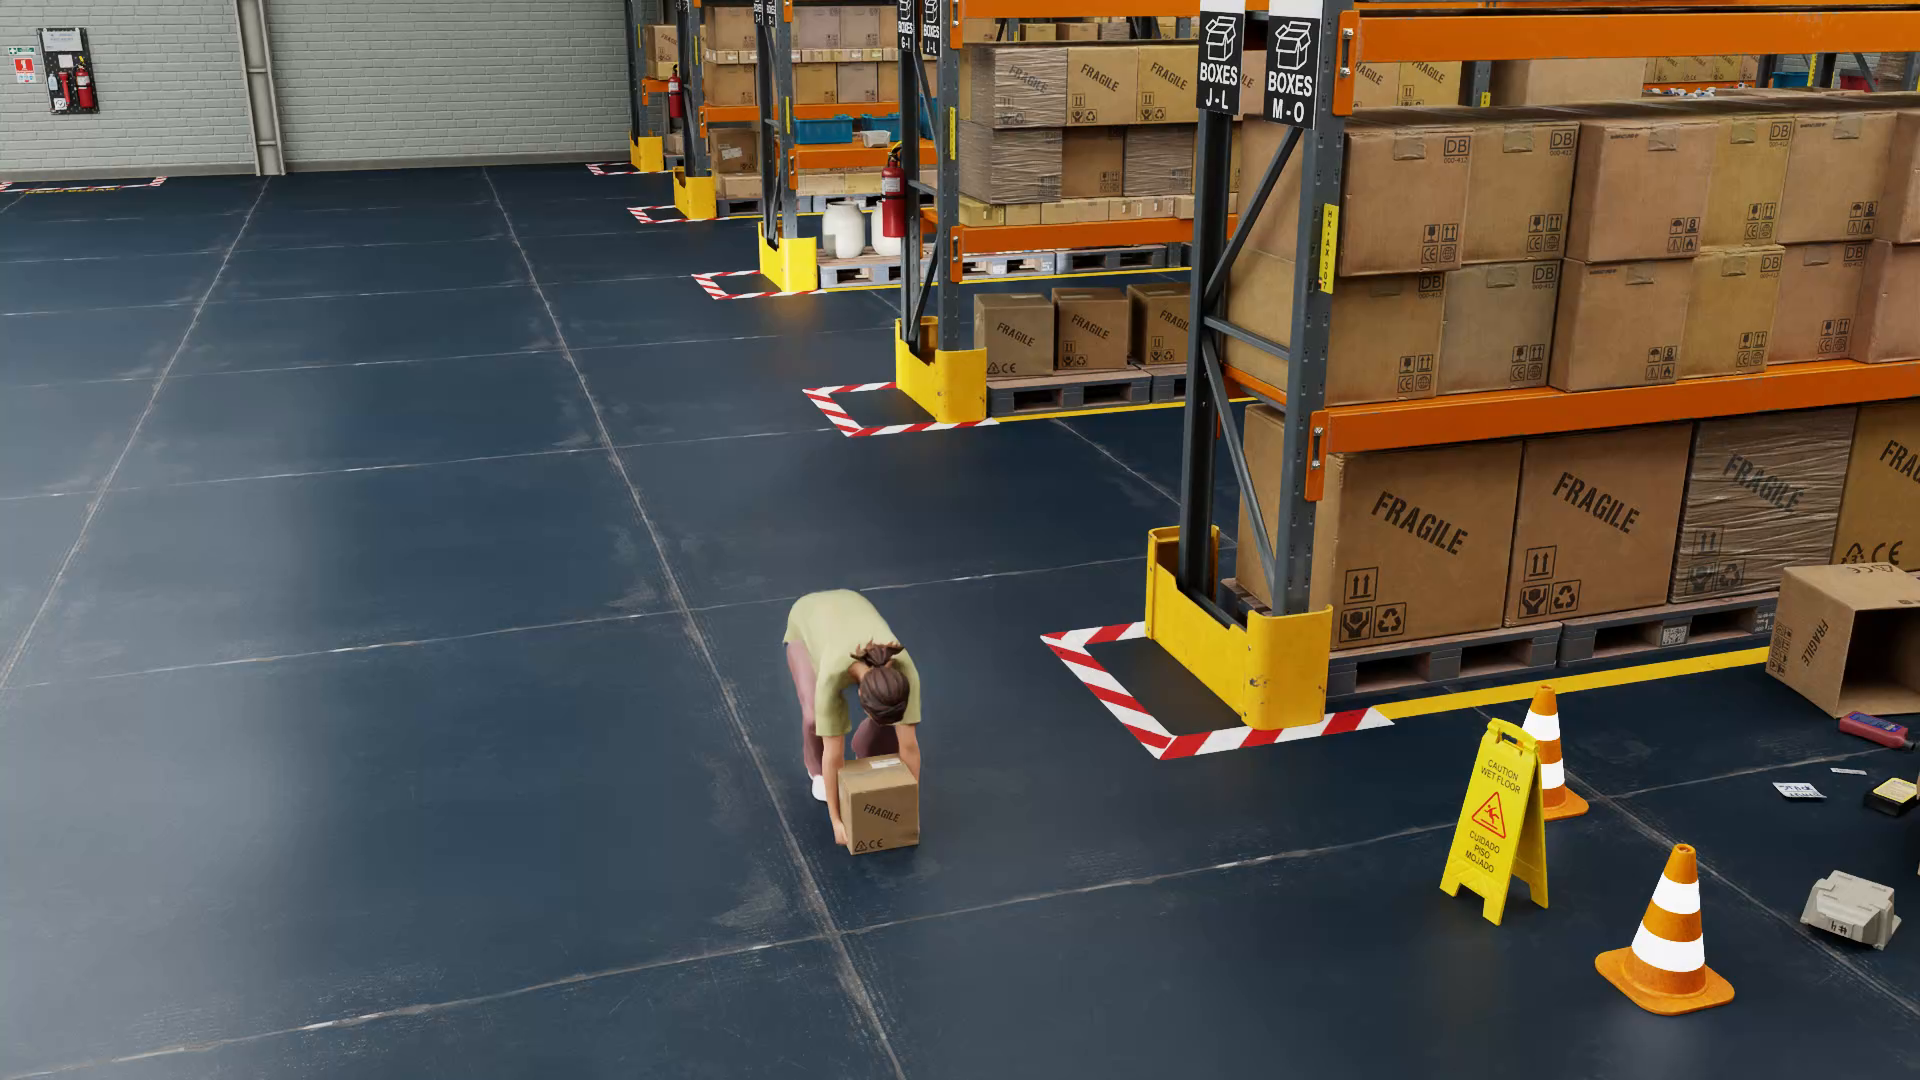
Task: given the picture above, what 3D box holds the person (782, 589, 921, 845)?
[{"bbox_3d":[-0.380,0.627,6.201,0.460,0.767,0.867,-7,20,-19],"label":"person"}]
